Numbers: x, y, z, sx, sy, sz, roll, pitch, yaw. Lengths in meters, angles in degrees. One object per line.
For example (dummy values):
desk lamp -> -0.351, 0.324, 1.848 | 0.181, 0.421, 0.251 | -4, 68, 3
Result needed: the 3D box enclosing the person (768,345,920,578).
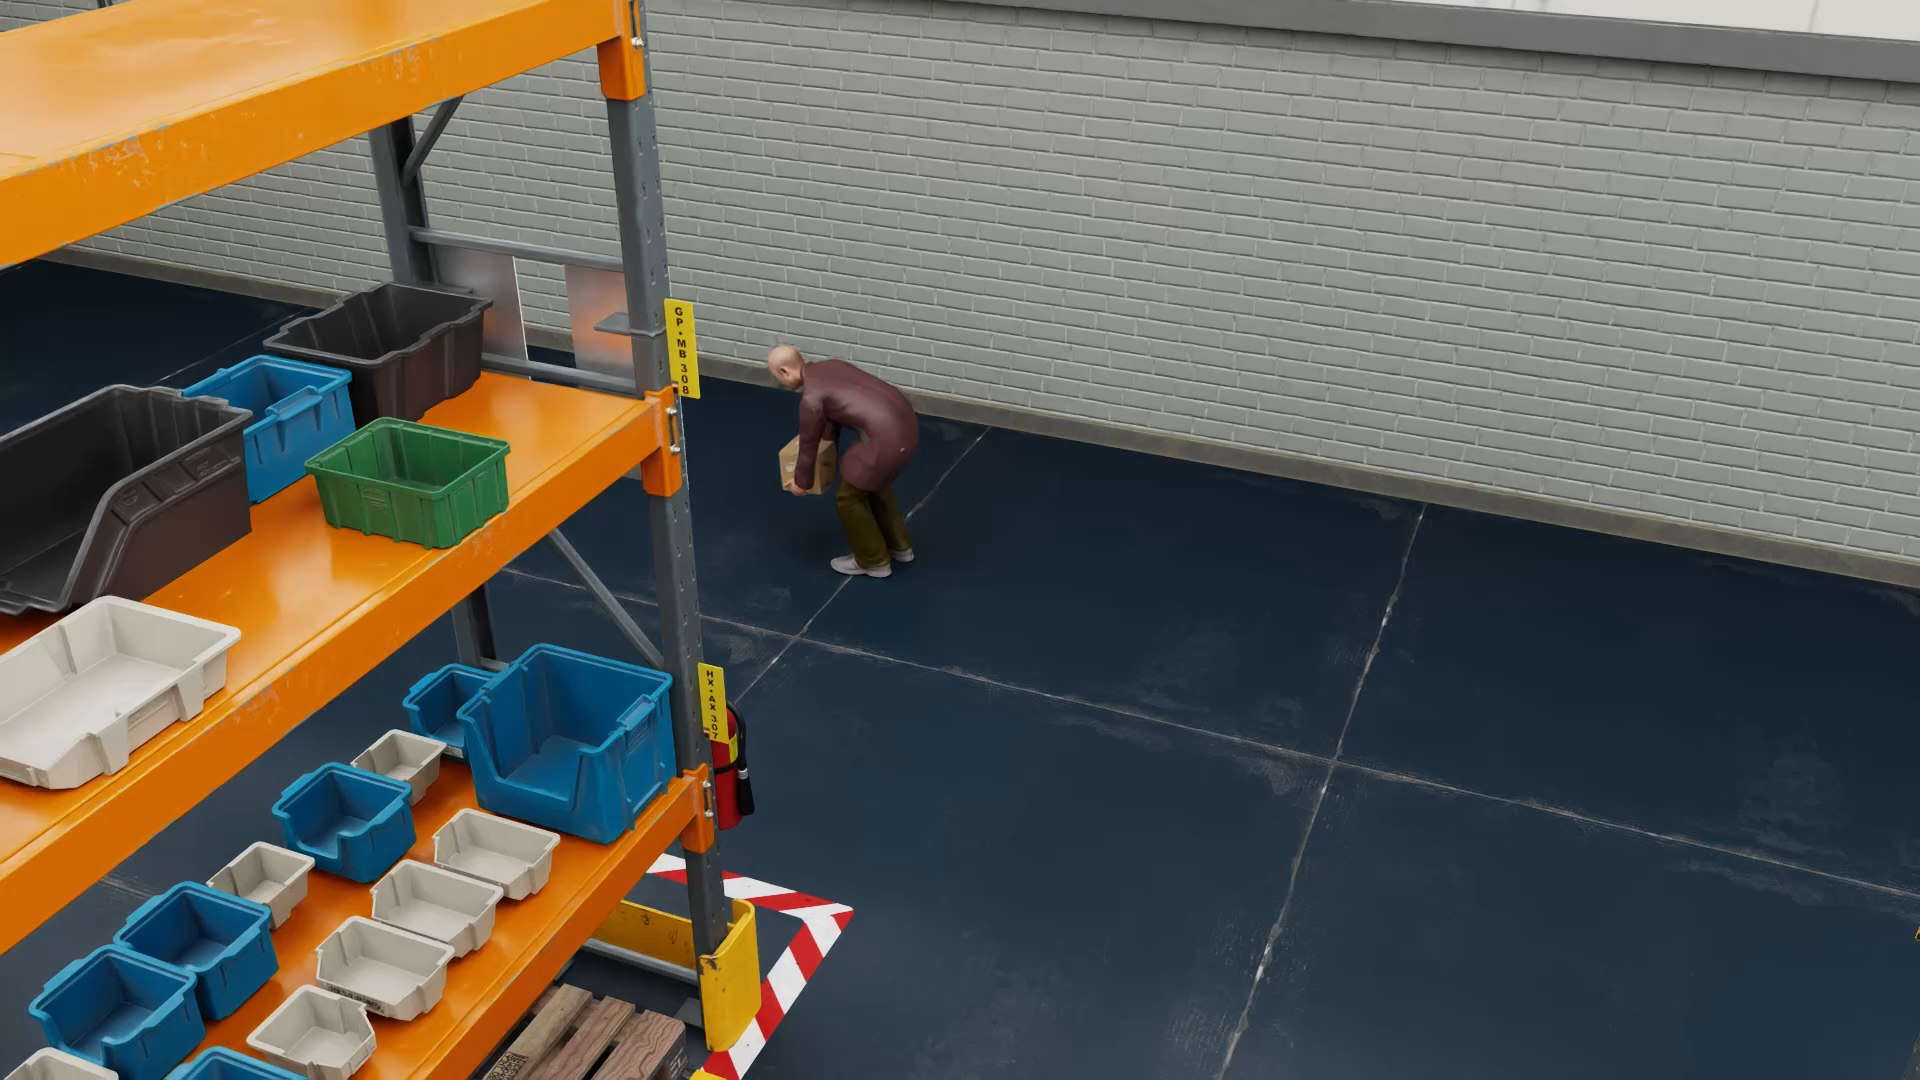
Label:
person -> -0.672, -0.470, 9.702 | 0.889, 1.346, 0.557 | 10, 31, 18
